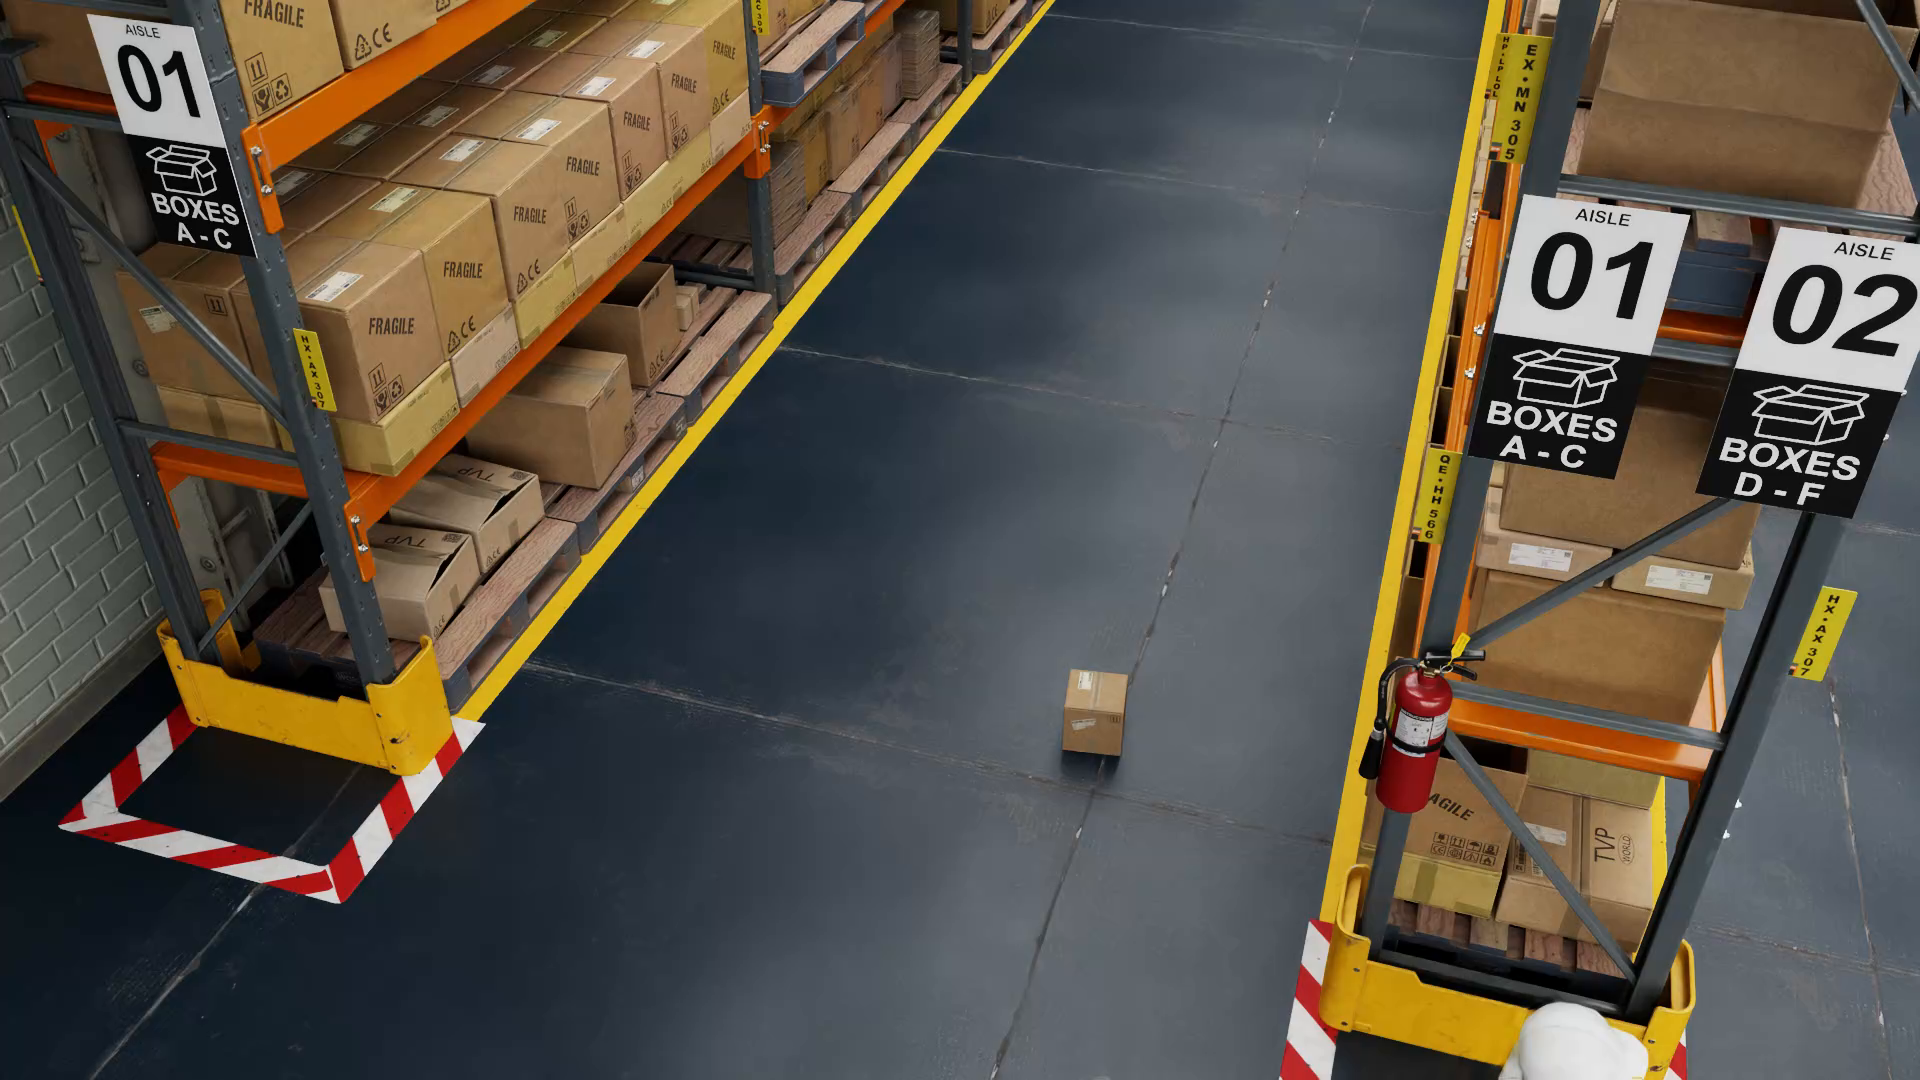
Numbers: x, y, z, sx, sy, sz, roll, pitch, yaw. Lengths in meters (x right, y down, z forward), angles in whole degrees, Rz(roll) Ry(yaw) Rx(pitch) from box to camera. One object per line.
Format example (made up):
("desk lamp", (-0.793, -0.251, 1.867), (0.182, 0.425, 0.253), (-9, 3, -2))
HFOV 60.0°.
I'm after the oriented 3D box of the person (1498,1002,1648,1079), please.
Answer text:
("person", (1.423, 1.788, 4.463), (0.680, 1.754, 0.543), (19, 41, 24))
